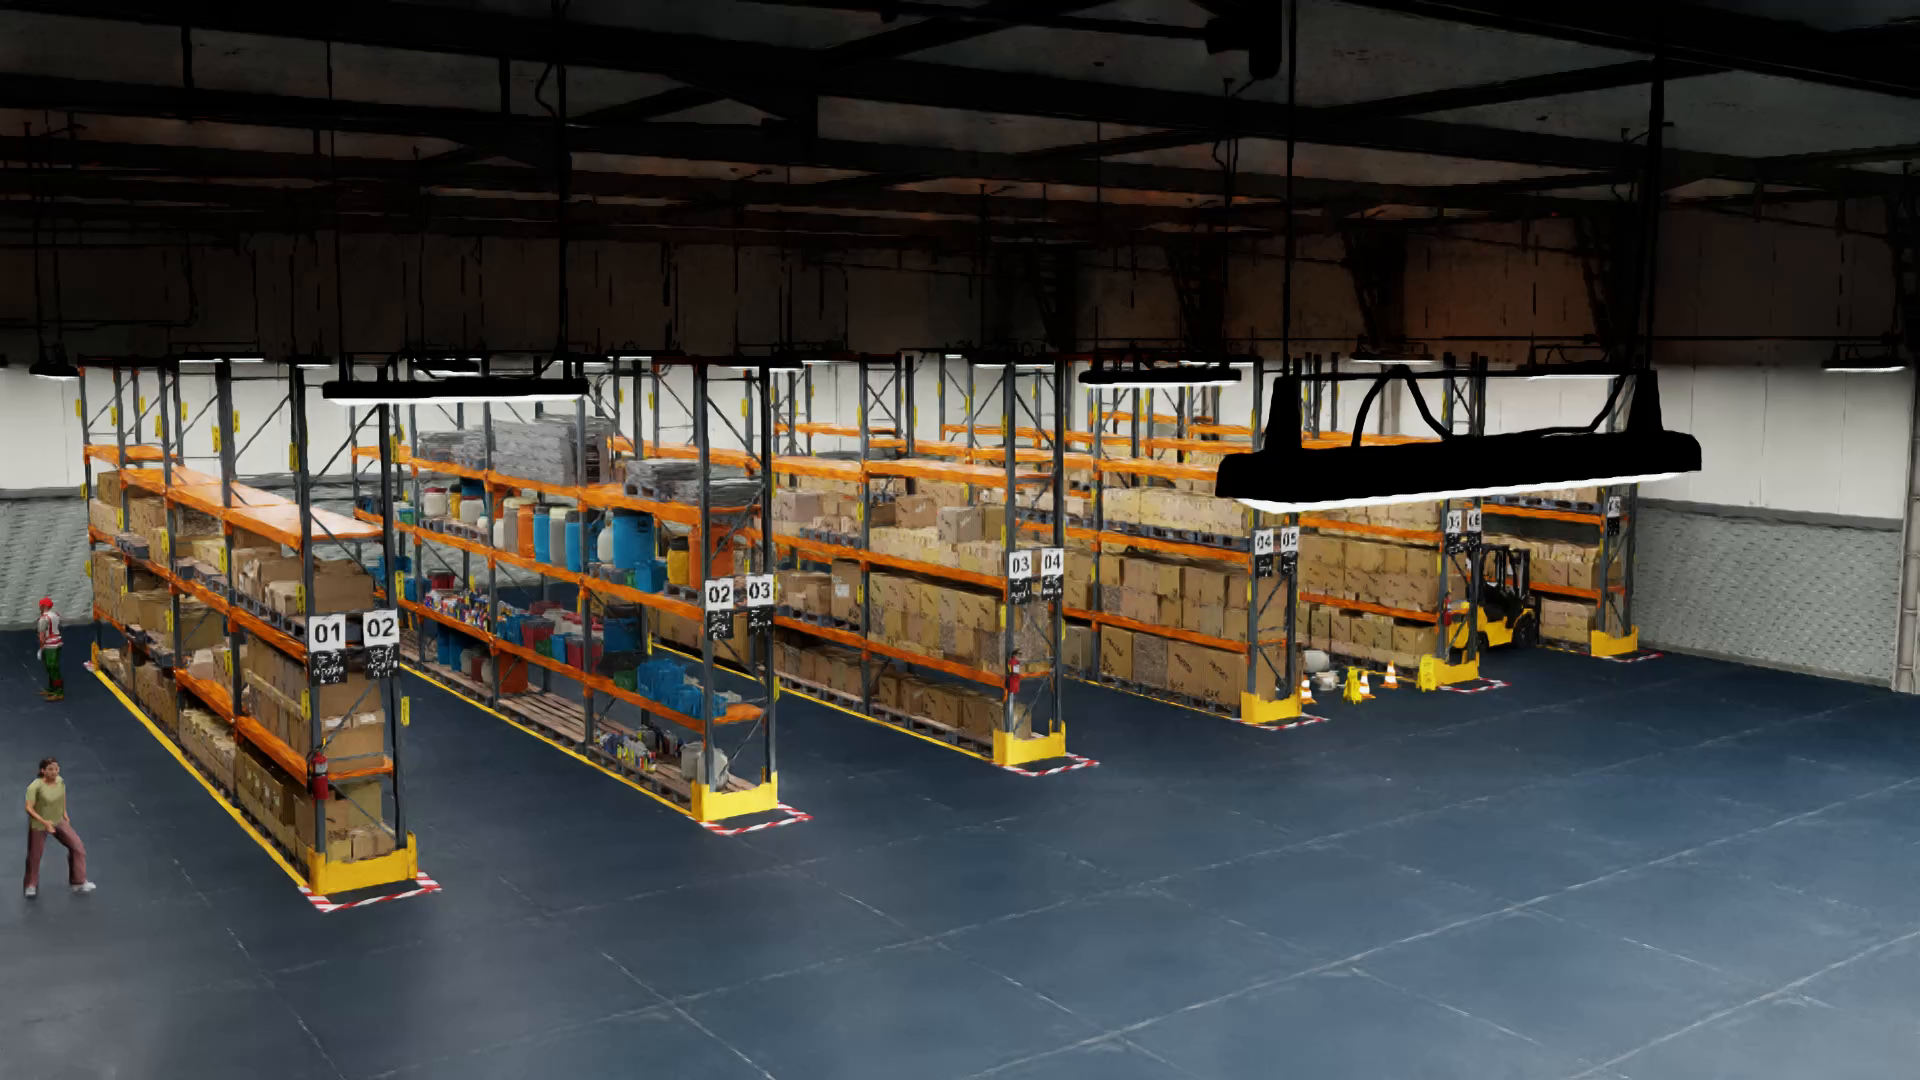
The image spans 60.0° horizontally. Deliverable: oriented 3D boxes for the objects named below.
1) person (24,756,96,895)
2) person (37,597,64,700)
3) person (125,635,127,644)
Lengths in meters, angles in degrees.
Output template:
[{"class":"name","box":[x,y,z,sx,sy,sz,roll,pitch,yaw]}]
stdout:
[{"class":"person","box":[-10.359,3.237,18.923,0.756,1.617,0.590,4,8,32]},{"class":"person","box":[-16.038,1.889,29.235,0.561,1.787,0.661,-1,7,-5]},{"class":"person","box":[-16.511,1.454,33.363,0.482,1.680,0.512,1,7,12]}]
